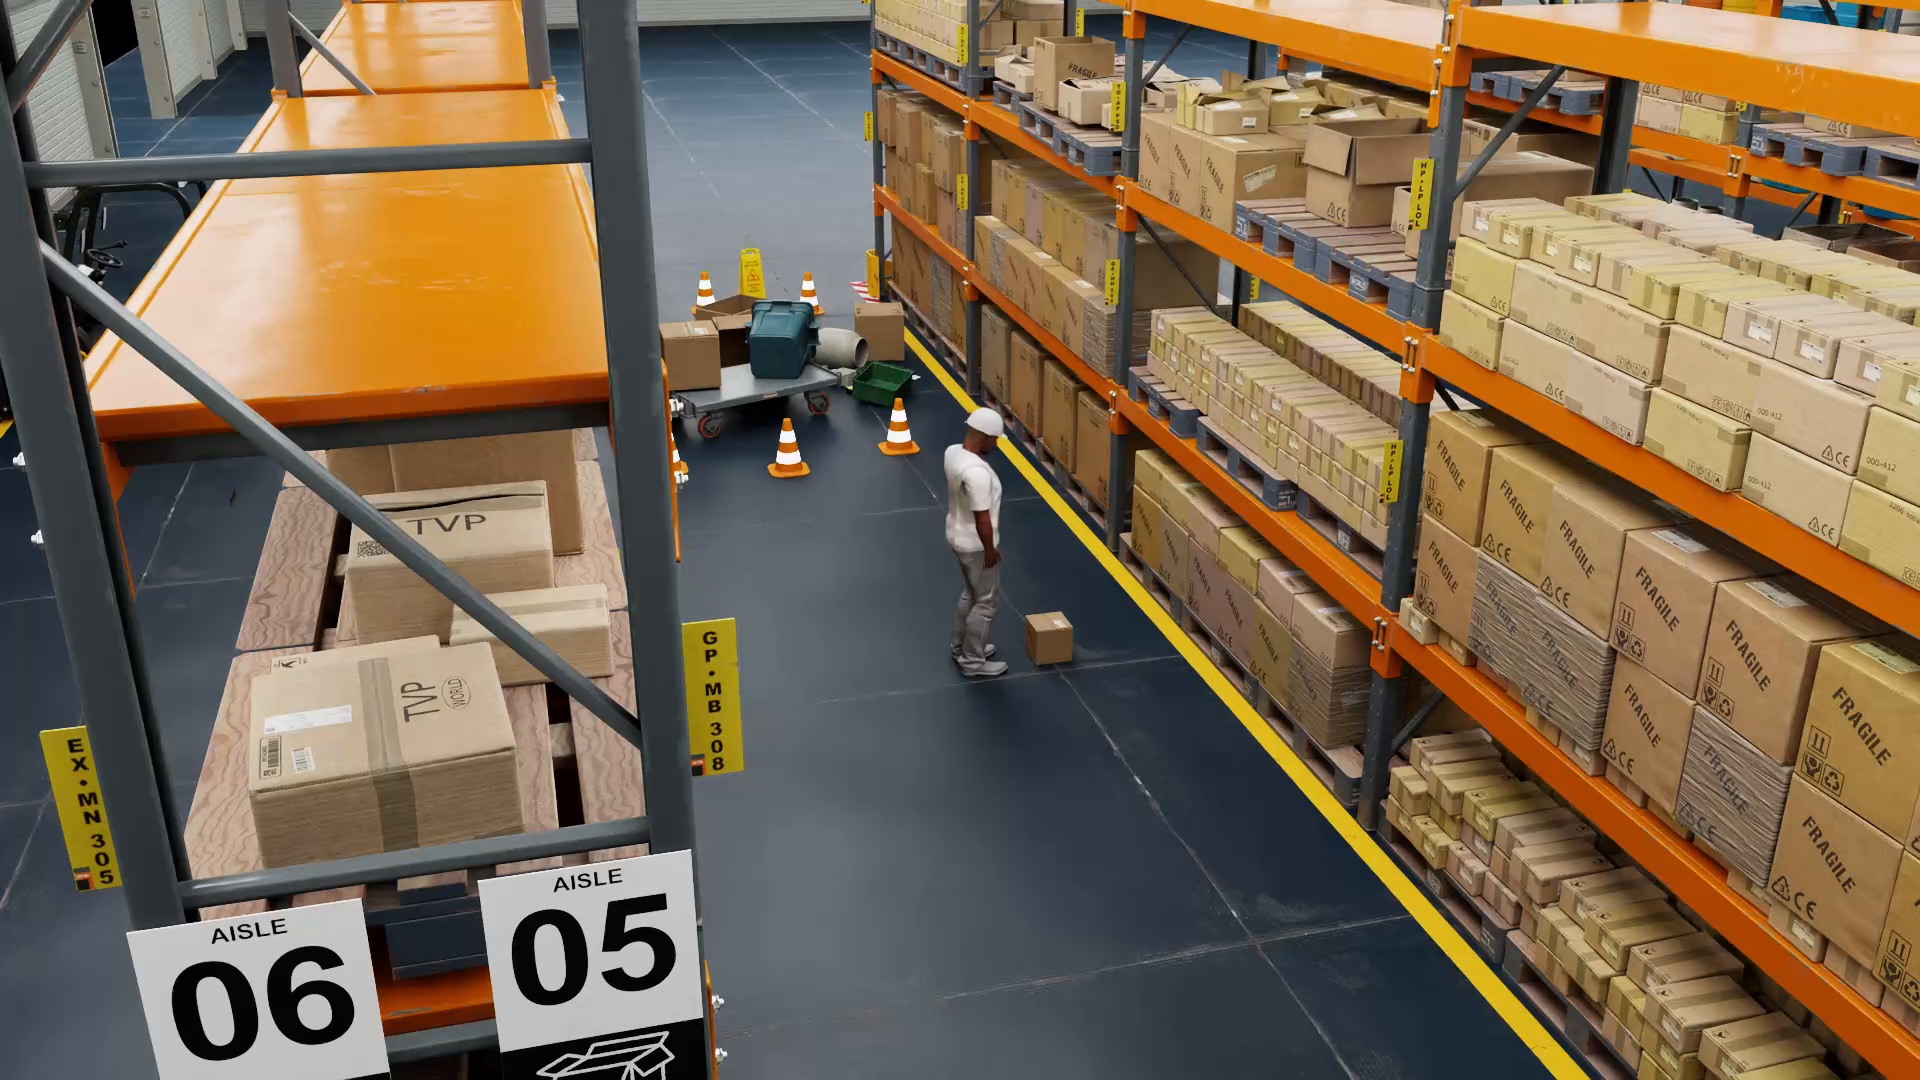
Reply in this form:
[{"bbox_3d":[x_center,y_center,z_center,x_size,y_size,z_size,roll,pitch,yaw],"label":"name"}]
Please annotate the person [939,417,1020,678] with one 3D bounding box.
[{"bbox_3d":[0.128,0.029,10.611,0.511,1.678,0.602,-6,23,-13],"label":"person"}]
